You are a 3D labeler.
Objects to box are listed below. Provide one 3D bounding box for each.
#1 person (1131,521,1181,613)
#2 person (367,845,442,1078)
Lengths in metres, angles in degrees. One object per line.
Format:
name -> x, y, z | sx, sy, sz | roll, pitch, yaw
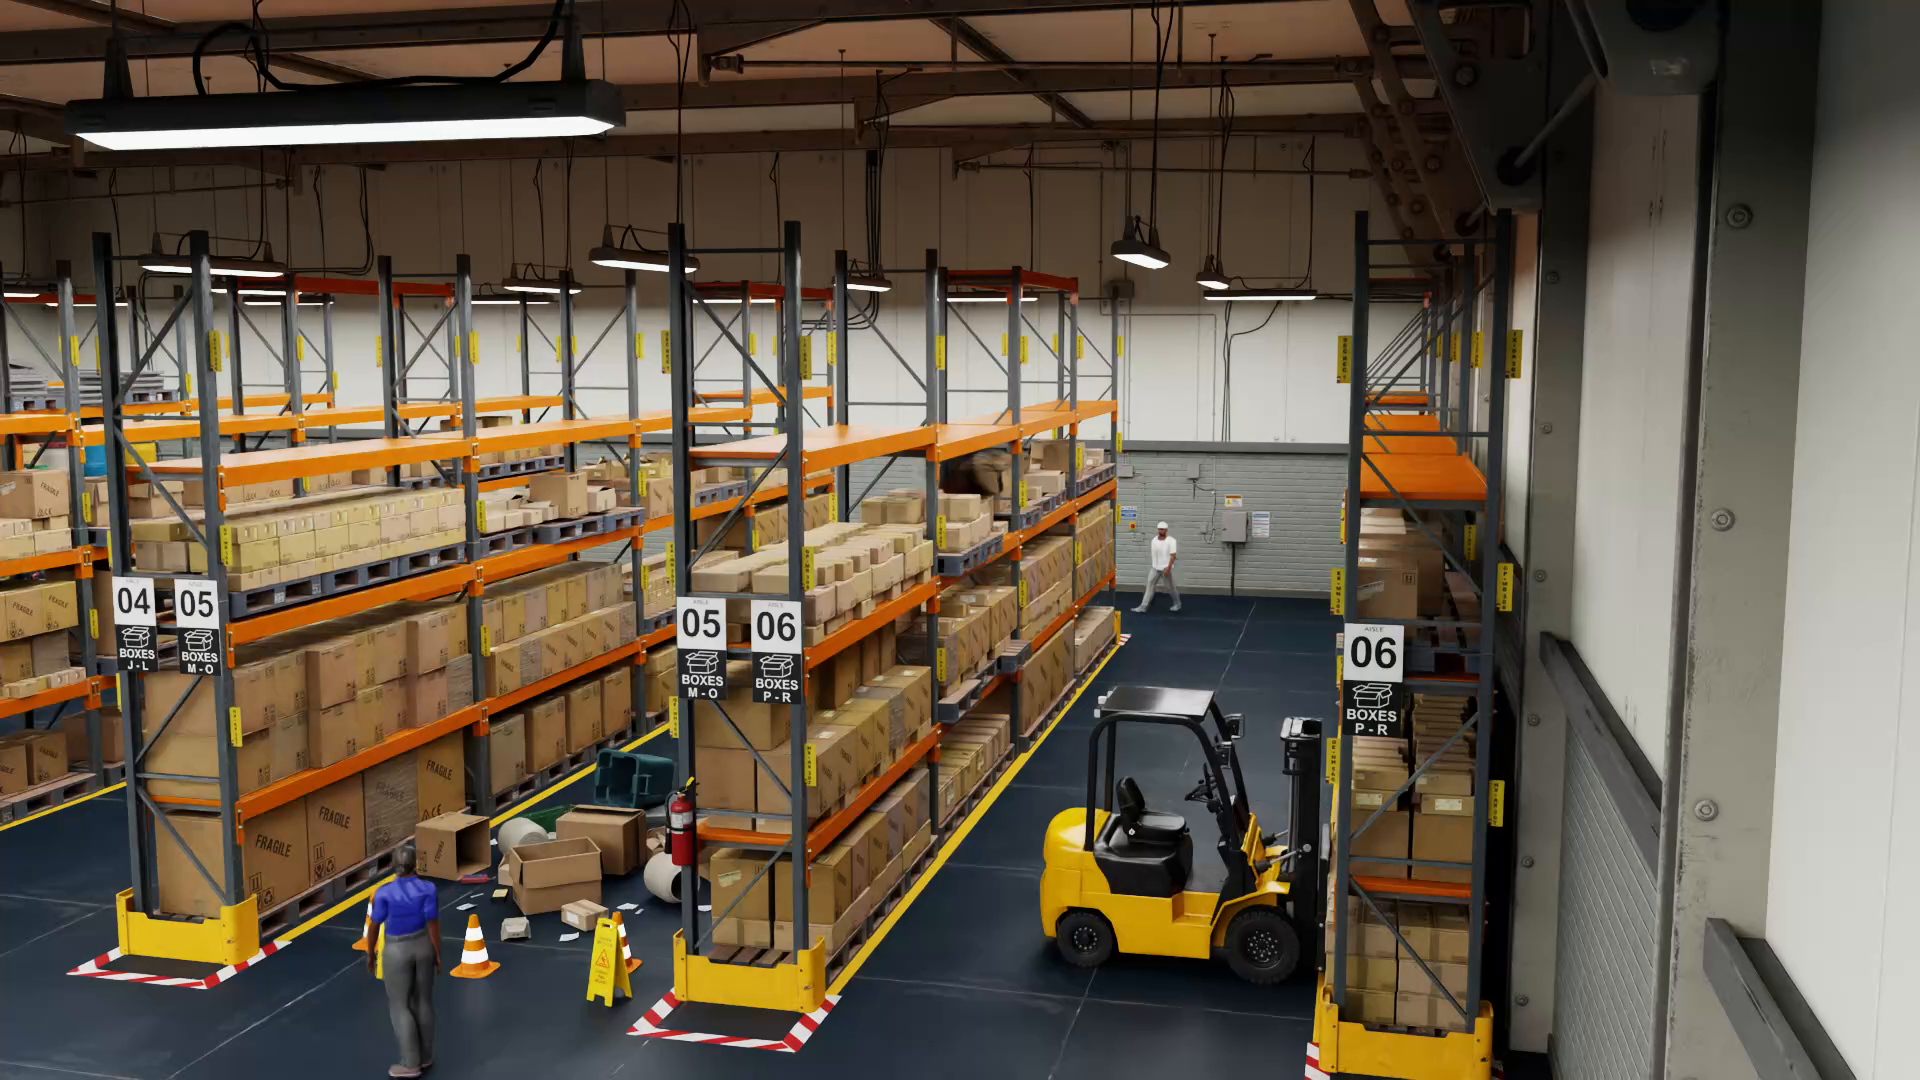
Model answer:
person -> 3.705, 0.508, 30.996 | 1.071, 1.703, 0.641 | -5, 9, -35
person -> -3.903, 2.935, 11.686 | 0.441, 1.661, 0.454 | 7, 10, 43
